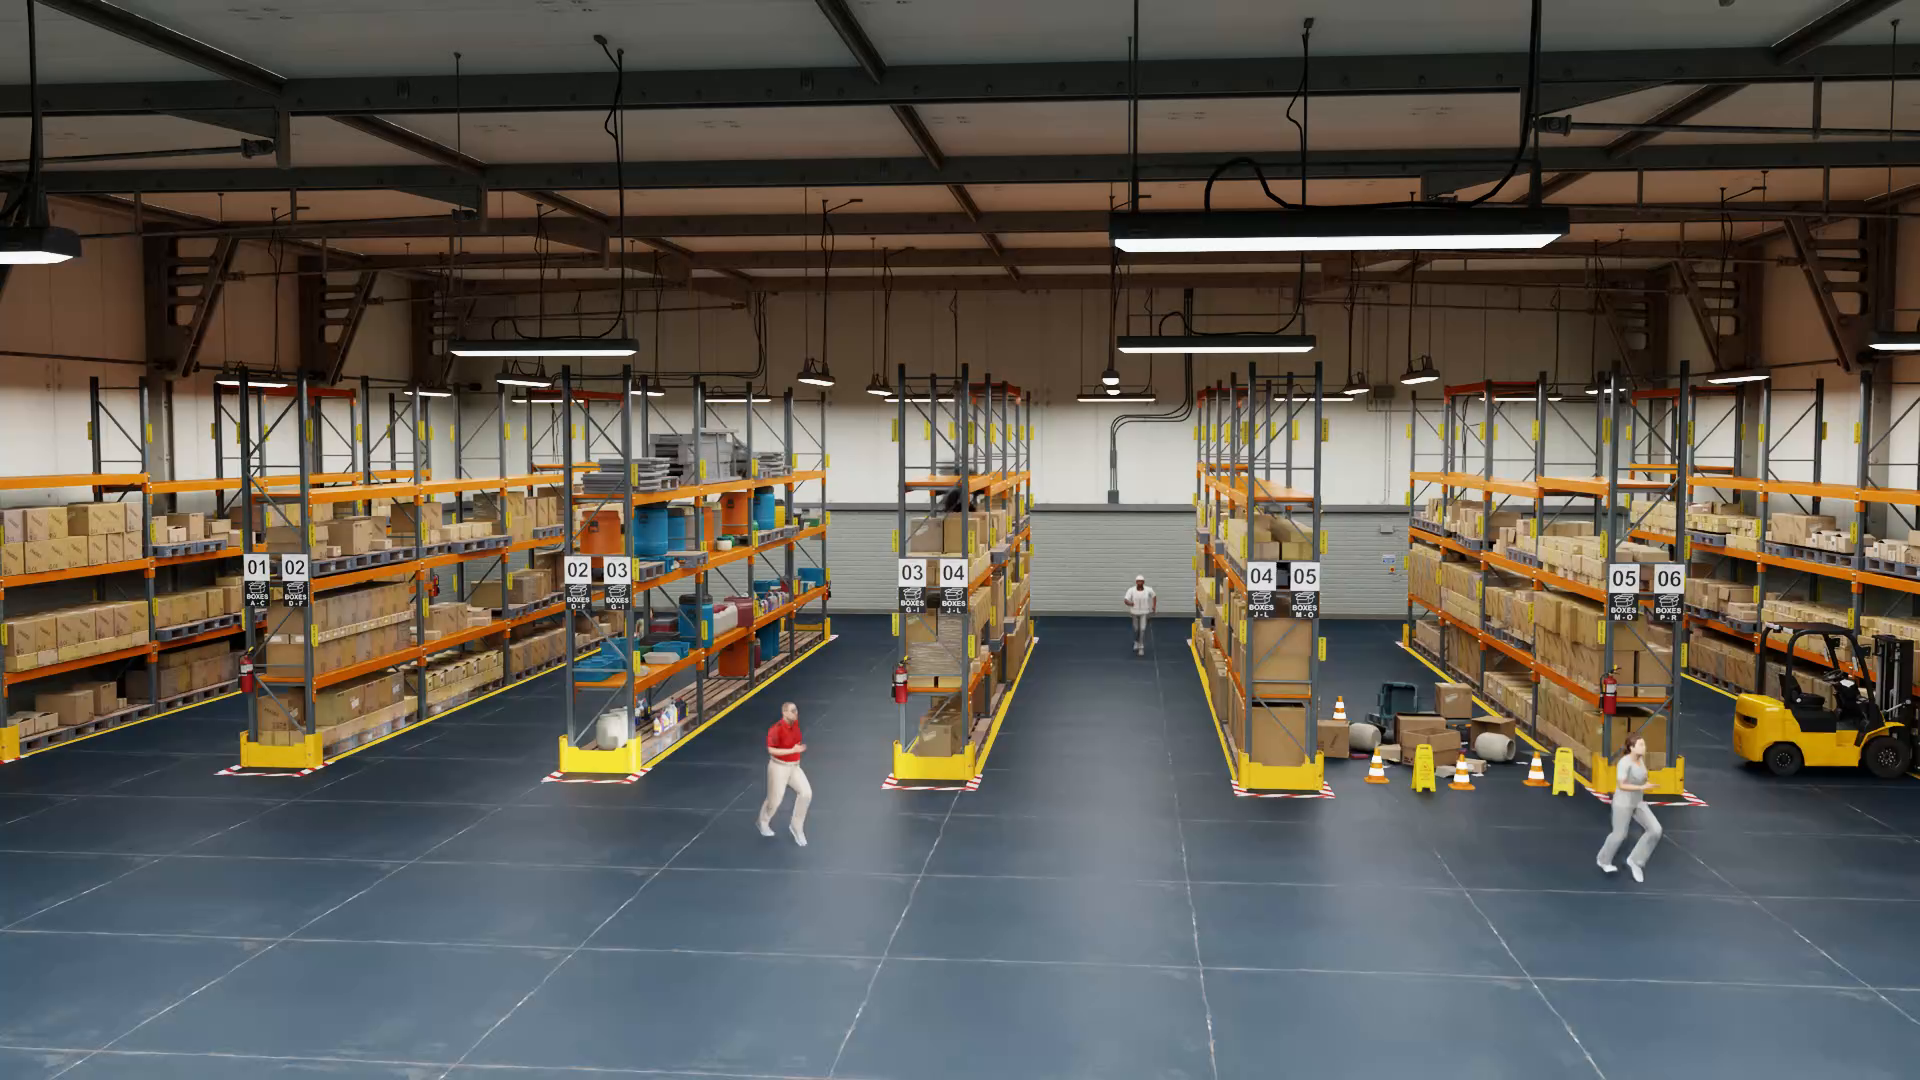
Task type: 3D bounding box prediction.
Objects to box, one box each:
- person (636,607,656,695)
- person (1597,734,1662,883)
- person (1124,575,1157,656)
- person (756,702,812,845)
[{"bbox_3d":[-5.989,2.116,32.095,0.599,1.692,0.817,0,4,6],"label":"person"},{"bbox_3d":[7.476,2.973,18.598,0.589,1.660,0.801,-2,4,-33],"label":"person"},{"bbox_3d":[4.101,1.687,37.851,0.723,1.796,0.863,1,4,10],"label":"person"},{"bbox_3d":[-2.164,2.852,20.362,0.874,1.776,0.686,3,5,37],"label":"person"}]
